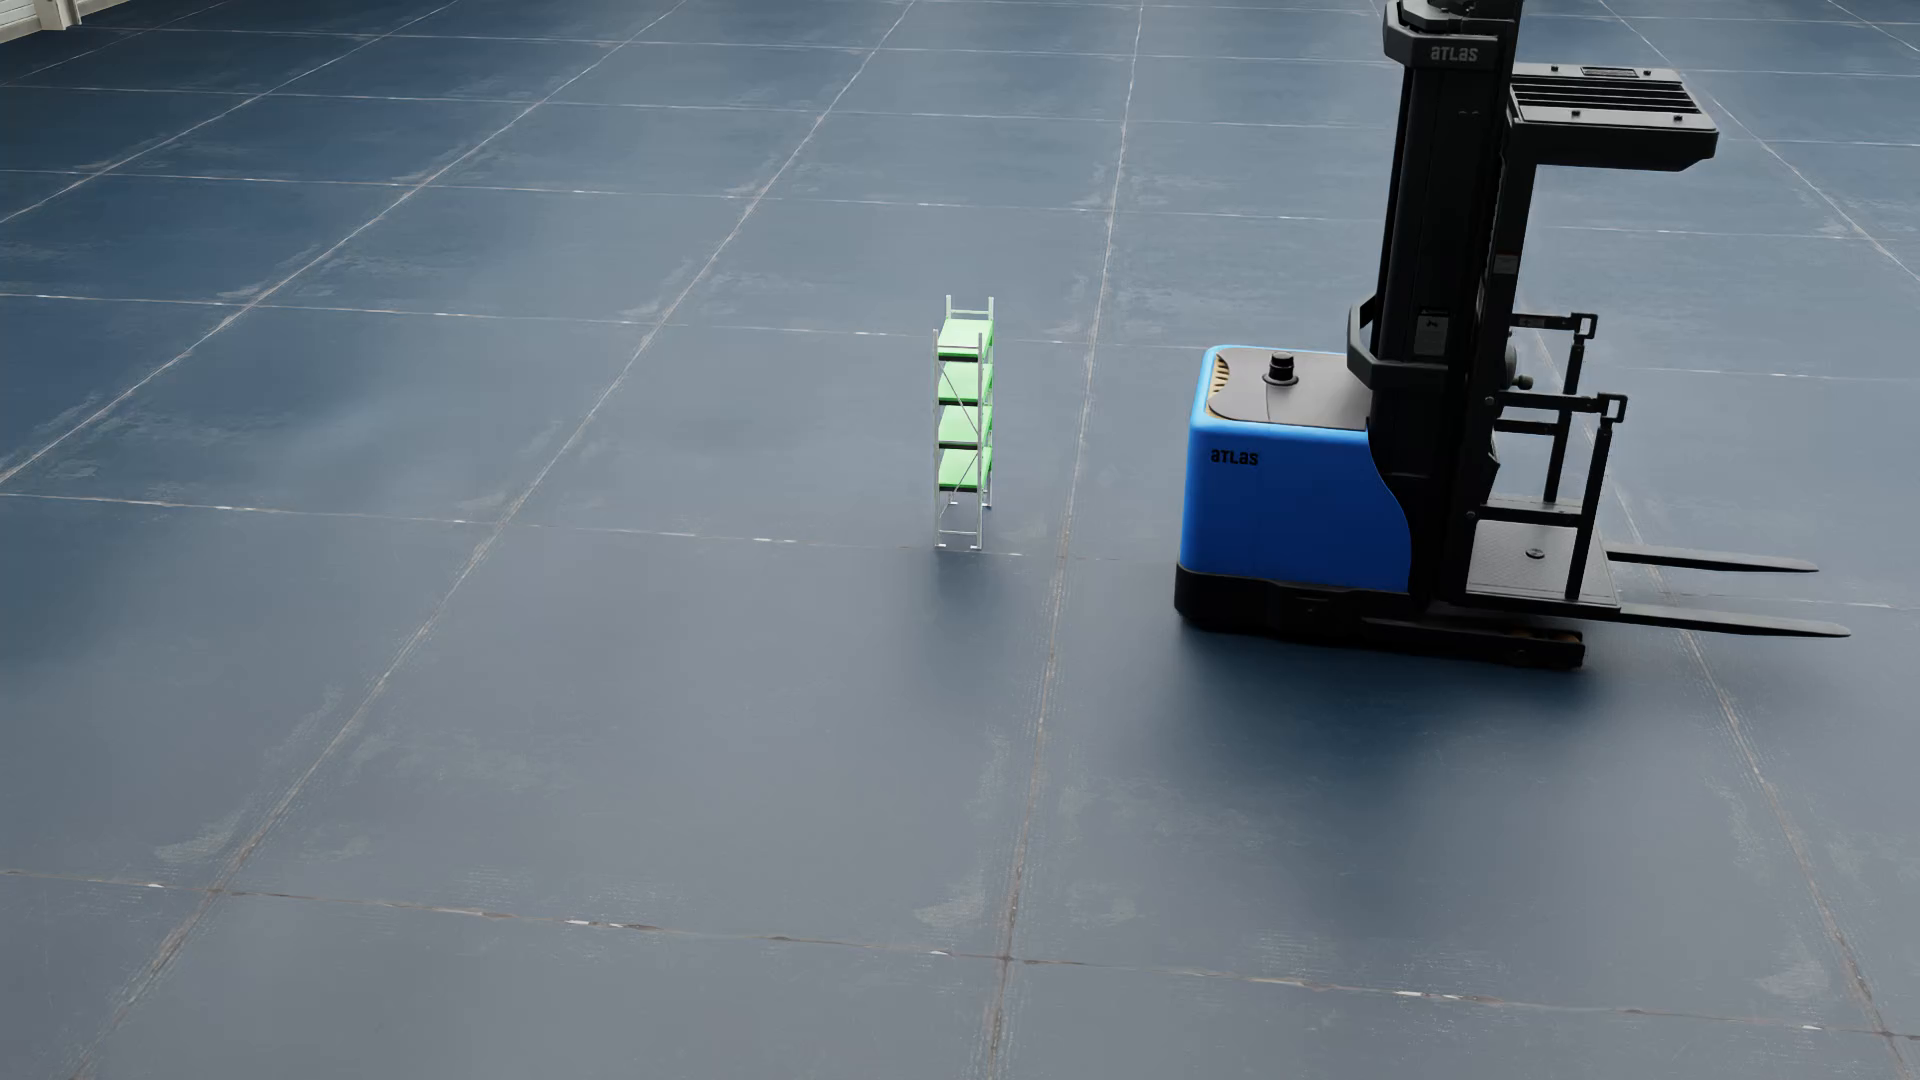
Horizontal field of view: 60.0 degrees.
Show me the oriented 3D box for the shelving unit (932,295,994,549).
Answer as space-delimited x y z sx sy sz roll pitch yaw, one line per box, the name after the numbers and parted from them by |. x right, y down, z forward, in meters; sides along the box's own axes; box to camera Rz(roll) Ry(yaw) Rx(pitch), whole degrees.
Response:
0.020 -0.606 8.610 0.258 1.200 0.503 3 28 6 | shelving unit

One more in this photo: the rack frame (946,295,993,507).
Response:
0.050 -0.721 8.823 0.240 1.200 0.015 3 28 6 | rack frame

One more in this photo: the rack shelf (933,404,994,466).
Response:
0.020 -0.550 8.640 0.258 0.148 0.480 3 28 6 | rack shelf

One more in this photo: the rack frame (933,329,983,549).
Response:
-0.010 -0.491 8.397 0.240 1.200 0.015 3 28 6 | rack frame

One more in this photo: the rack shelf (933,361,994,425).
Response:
0.020 -0.761 8.527 0.258 0.148 0.480 3 28 6 | rack shelf

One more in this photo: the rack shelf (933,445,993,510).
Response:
0.020 -0.339 8.754 0.258 0.148 0.480 3 28 6 | rack shelf

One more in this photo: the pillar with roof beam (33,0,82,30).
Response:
-6.805 -10.037 17.893 9.100 9.000 0.400 3 28 6 | pillar with roof beam

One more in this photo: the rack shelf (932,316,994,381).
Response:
0.020 -0.972 8.413 0.258 0.148 0.480 3 28 6 | rack shelf

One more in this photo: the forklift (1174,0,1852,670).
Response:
2.602 -0.967 7.455 3.031 2.935 1.130 6 29 10 | forklift
